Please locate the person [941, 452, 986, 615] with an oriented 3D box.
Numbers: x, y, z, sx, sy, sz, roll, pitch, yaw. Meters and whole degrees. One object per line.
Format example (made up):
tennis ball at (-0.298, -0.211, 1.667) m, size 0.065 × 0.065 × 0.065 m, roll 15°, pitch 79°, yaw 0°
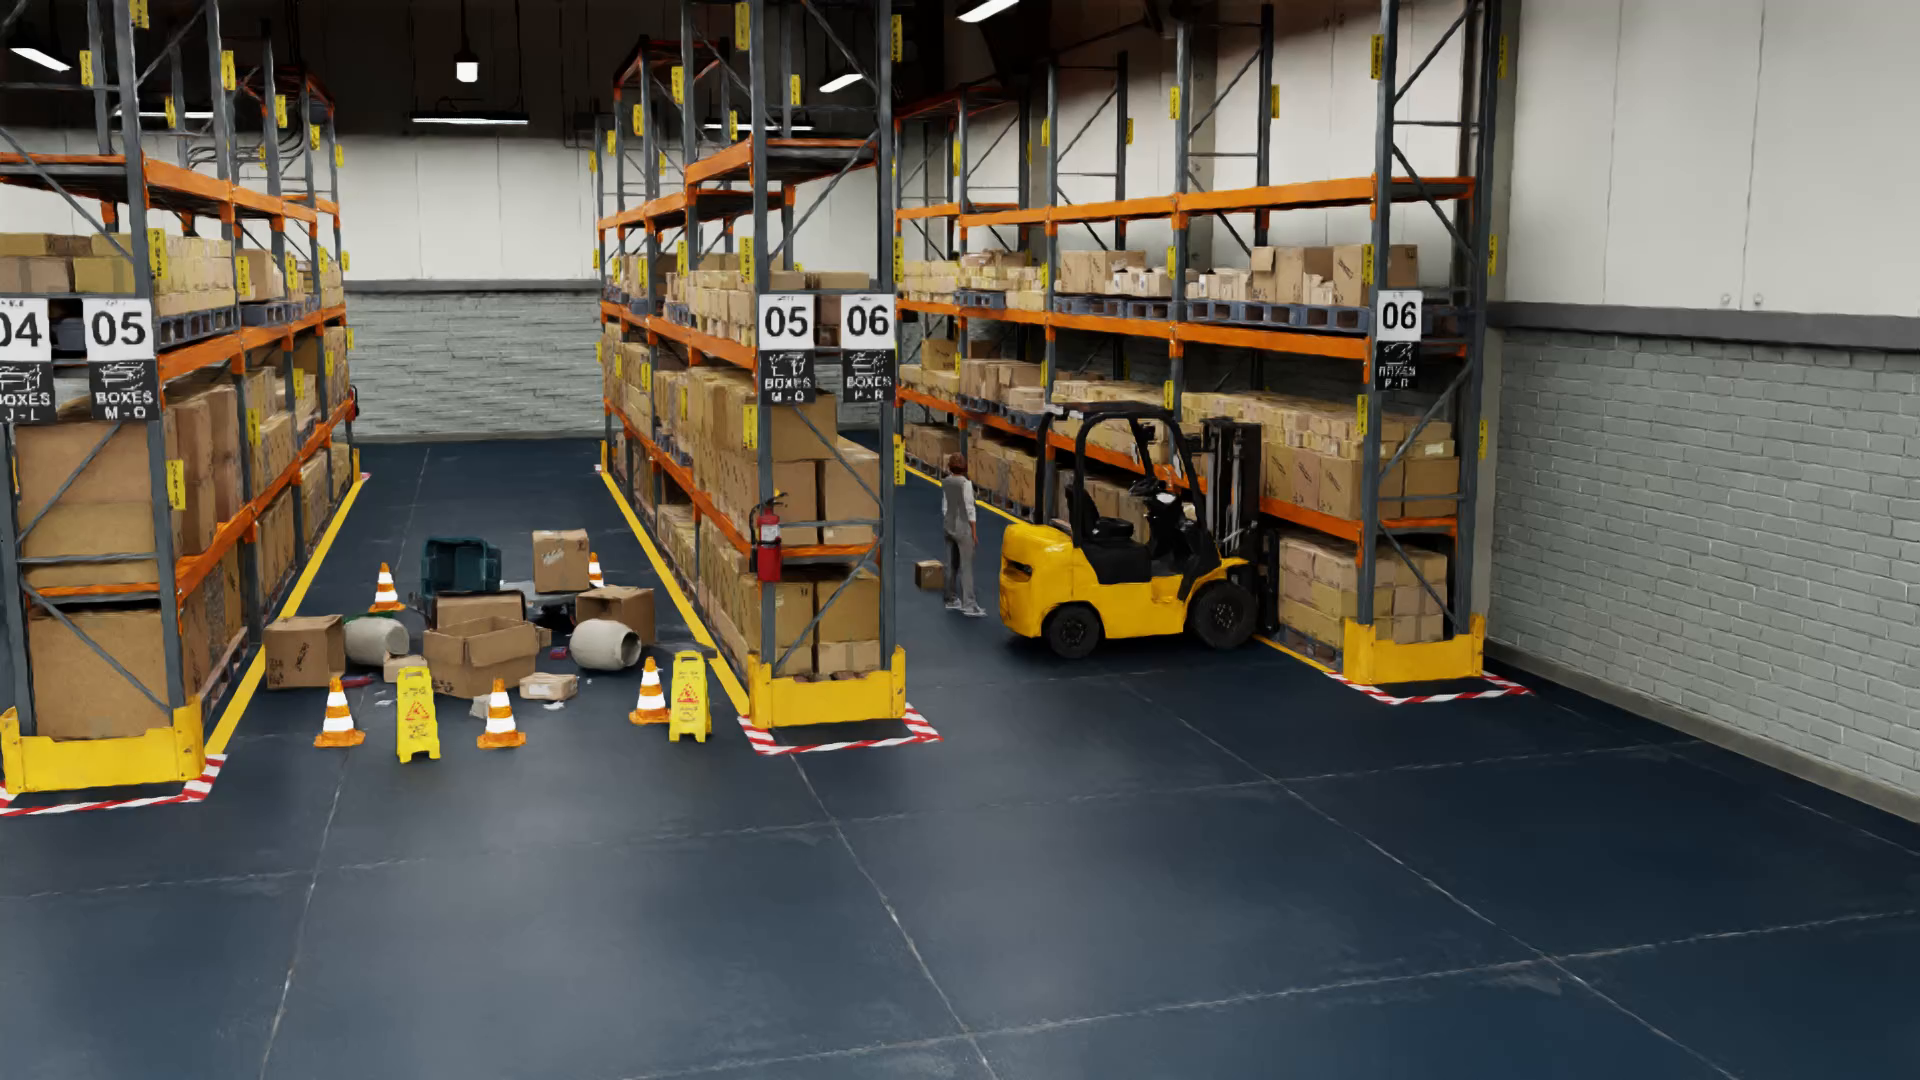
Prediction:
person at (0.009, -0.068, 16.296) m, size 0.336 × 1.607 × 0.473 m, roll -8°, pitch 12°, yaw -38°
